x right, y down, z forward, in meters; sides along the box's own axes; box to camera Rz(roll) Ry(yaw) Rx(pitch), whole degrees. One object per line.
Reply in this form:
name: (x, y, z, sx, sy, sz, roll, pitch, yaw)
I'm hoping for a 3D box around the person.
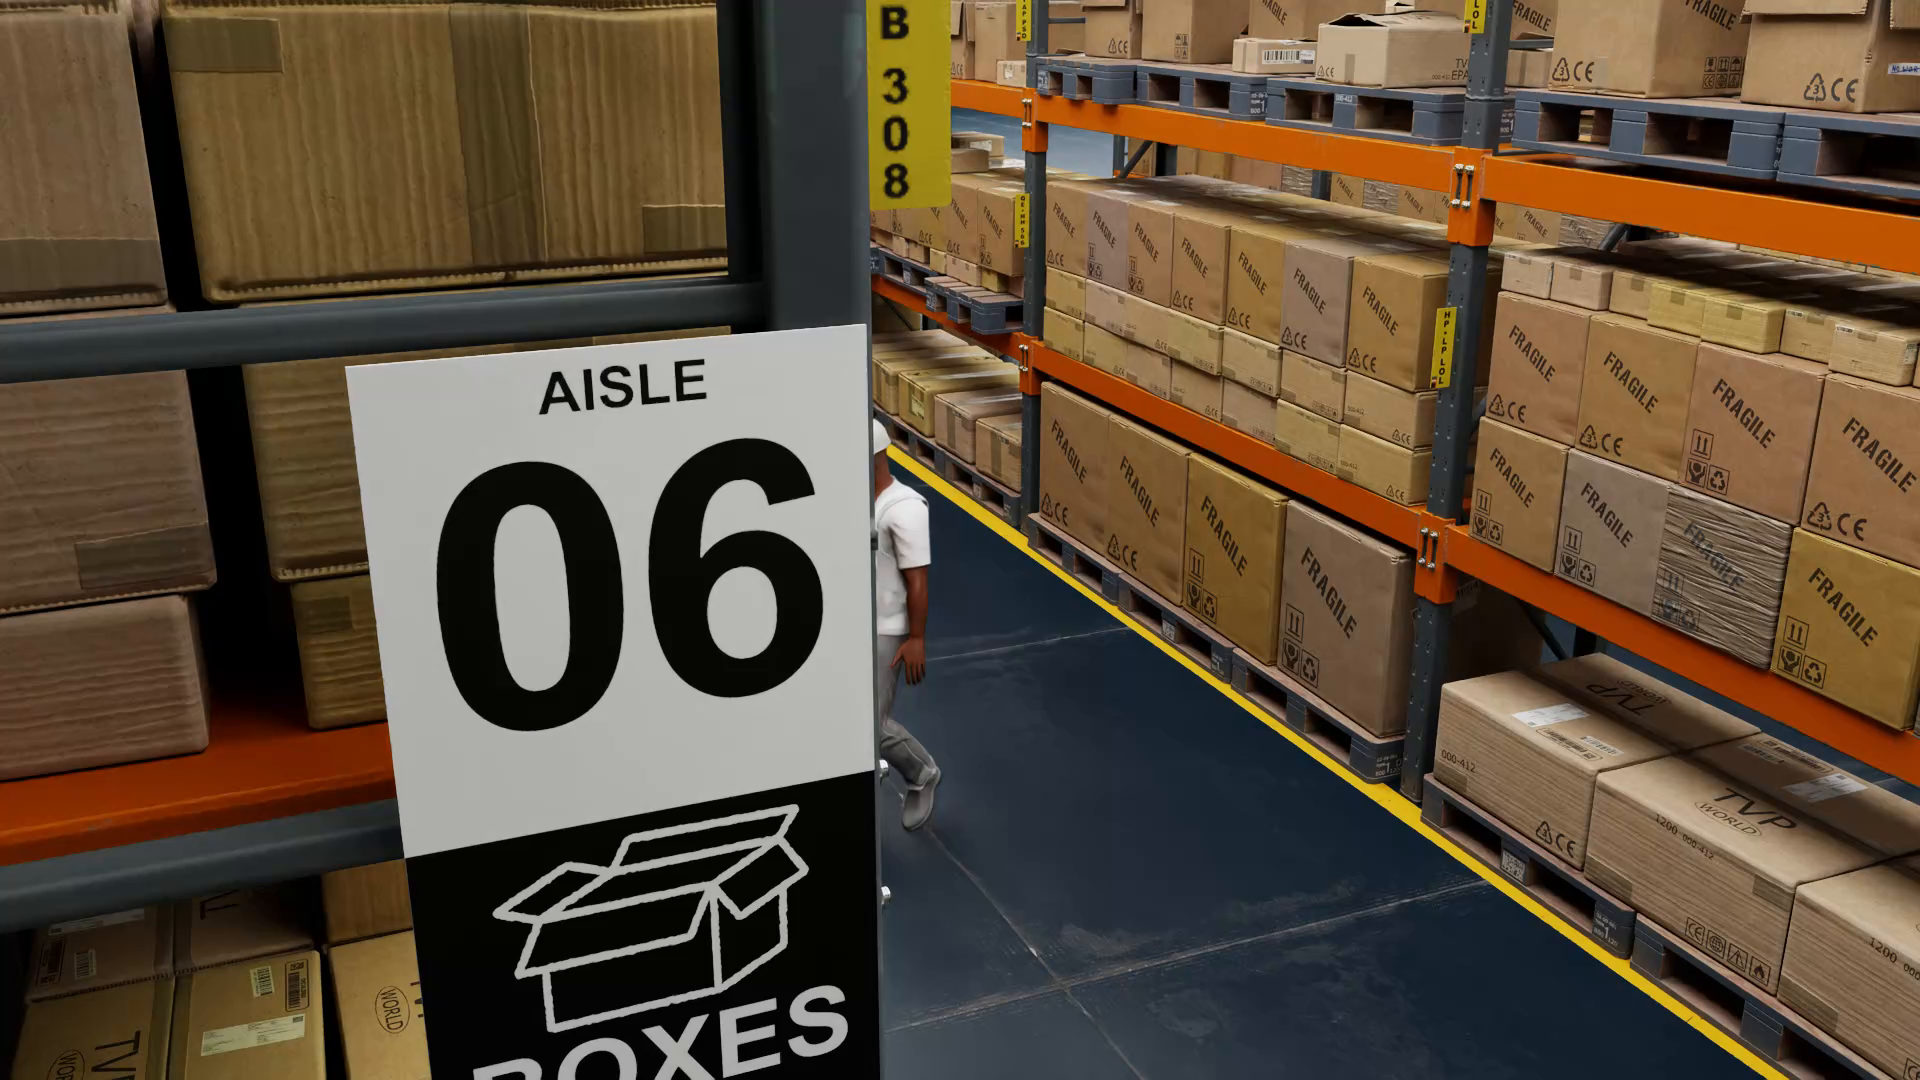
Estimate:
person: (-0.396, 0.376, 6.863, 0.582, 1.766, 0.636, -13, 23, -34)
